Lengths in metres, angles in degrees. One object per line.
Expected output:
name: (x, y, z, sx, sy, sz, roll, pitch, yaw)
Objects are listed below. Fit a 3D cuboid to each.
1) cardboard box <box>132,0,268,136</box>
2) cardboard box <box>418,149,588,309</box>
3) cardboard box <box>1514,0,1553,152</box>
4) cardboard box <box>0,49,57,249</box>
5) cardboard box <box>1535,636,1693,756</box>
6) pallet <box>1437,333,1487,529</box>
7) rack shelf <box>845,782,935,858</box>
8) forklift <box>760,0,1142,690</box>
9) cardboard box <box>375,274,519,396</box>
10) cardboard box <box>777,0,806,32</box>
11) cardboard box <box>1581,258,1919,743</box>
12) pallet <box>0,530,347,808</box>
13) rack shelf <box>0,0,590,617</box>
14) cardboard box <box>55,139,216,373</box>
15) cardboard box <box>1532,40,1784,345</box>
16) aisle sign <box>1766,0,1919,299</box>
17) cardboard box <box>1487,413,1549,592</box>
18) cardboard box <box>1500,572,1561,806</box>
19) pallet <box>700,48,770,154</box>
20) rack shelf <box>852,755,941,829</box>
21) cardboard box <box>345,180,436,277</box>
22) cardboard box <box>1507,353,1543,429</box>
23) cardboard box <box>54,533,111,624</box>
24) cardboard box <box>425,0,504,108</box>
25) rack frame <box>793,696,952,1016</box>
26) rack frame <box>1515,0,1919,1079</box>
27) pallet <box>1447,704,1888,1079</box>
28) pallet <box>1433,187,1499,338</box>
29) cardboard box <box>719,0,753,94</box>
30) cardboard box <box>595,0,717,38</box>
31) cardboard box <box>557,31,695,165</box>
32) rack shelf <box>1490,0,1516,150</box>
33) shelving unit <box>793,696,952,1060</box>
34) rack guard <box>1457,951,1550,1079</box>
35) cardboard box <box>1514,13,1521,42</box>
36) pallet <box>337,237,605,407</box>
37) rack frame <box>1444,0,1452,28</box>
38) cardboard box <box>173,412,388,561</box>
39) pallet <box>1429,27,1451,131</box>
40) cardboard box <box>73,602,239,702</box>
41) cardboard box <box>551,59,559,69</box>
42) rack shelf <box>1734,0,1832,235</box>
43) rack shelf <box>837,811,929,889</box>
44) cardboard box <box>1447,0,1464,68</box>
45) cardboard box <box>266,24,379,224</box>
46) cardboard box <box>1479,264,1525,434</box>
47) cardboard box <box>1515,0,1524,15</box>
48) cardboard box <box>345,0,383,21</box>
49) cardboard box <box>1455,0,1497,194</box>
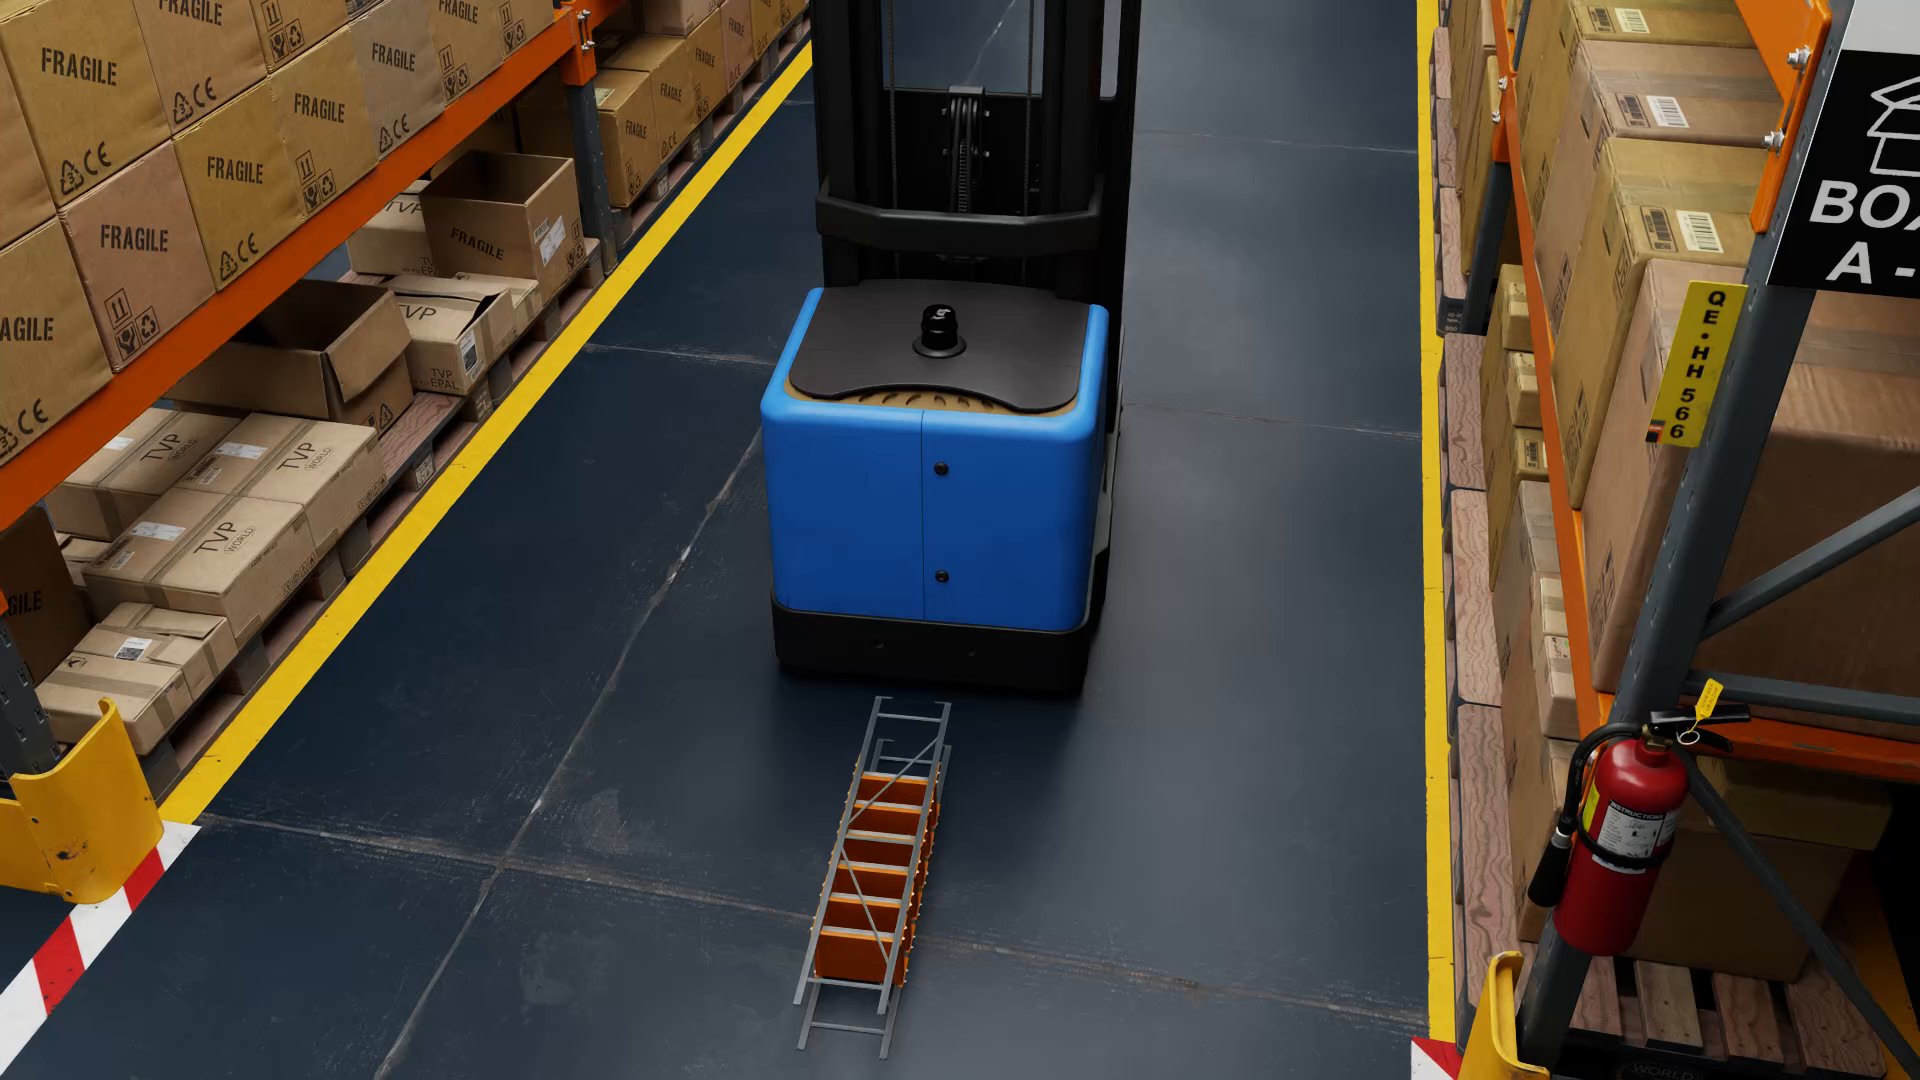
cardboard box: (-2.449, -1.537, 4.877, 0.500, 0.500, 0.500, 8, 37, 11)
cardboard box: (-2.007, -1.380, 7.353, 0.500, 0.500, 0.500, 7, 37, 10)
cardboard box: (2.546, -1.770, 5.880, 0.980, 0.700, 0.700, 8, 37, 11)
cardboard box: (-2.665, -0.950, 4.067, 0.500, 0.500, 0.500, 8, 37, 11)
cardboard box: (1.724, 0.405, 4.355, 0.380, 0.149, 0.250, 7, 37, 9)
pallet: (2.439, -0.402, 6.625, 1.003, 0.211, 1.213, 7, 37, 10)
rack shelf: (-0.206, 0.832, 4.934, 0.258, 0.180, 0.103, 5, 37, 6)
forklift: (0.081, -1.549, 5.889, 1.130, 2.935, 3.031, 4, 36, 6)
cardboard box: (-2.167, -0.873, 6.815, 0.500, 0.311, 0.500, 7, 37, 10)
cardboard box: (-1.279, -3.470, 10.237, 0.500, 0.500, 0.500, 9, 37, 12)
cardboard box: (1.922, -0.079, 3.548, 0.980, 0.700, 0.700, 9, 37, 12)
pallet: (-2.832, 0.345, 5.594, 1.003, 0.211, 1.213, 7, 37, 10)
rack shelf: (-2.590, -1.138, 5.878, 1.077, 0.370, 4.000, 7, 37, 10)
cardboard box: (-2.560, -0.841, 4.769, 0.500, 0.500, 0.500, 7, 37, 10)
cardboard box: (2.239, -0.934, 4.727, 0.980, 0.700, 0.700, 6, 36, 8)
aisle sign: (1.515, -0.713, 2.463, 0.394, 0.787, 0.004, 7, 37, 10)
cardboard box: (2.195, -0.118, 5.629, 0.700, 0.500, 0.500, 8, 37, 11)
cardboard box: (1.982, 0.477, 4.808, 0.700, 0.500, 0.500, 7, 37, 10)
pallet: (-1.767, -2.620, 9.685, 1.003, 0.211, 1.213, 7, 37, 10)
rack shelf: (-0.189, 0.761, 5.030, 0.258, 0.180, 0.103, 5, 37, 6)
cardboard box: (-2.464, -1.452, 7.614, 0.500, 0.311, 0.500, 7, 37, 10)
cardboard box: (2.055, -0.489, 5.589, 0.380, 0.149, 0.250, 6, 36, 9)
cardboard box: (-2.967, 0.123, 5.564, 0.380, 0.166, 0.250, 7, 37, 10)
cardboard box: (-2.128, -2.002, 6.371, 0.500, 0.500, 0.500, 8, 37, 11)
rack frame: (-0.228, 0.854, 4.748, 0.240, 0.006, 1.200, 5, 37, 6)
rack frame: (1.820, 0.335, 3.231, 0.949, 2.616, 0.053, 7, 37, 10)
pallet: (1.917, 0.997, 4.695, 1.003, 0.211, 1.213, 7, 37, 10)
pallet: (2.769, -1.280, 7.836, 1.003, 0.211, 1.213, 7, 37, 10)
cardboard box: (-1.496, -2.872, 9.411, 0.500, 0.500, 0.500, 6, 36, 8)
cardboard box: (-1.608, -2.866, 8.764, 0.500, 0.250, 0.500, 7, 37, 10)
cardboard box: (-1.718, -2.296, 8.617, 0.500, 0.500, 0.500, 8, 37, 11)
rack shelf: (3.105, -2.813, 8.188, 1.077, 0.370, 4.000, 7, 37, 10)
shelving unit: (-0.228, 0.928, 4.803, 0.258, 0.189, 1.200, 5, 37, 6)
rack guard: (1.818, 1.362, 3.945, 1.175, 0.500, 0.348, 7, 37, 10)
cardboard box: (2.473, -2.093, 6.779, 0.380, 0.149, 0.250, 8, 37, 10)
pallet: (-2.310, -1.053, 7.524, 1.003, 0.211, 1.213, 7, 37, 10)
rack frame: (3.532, -4.251, 9.559, 1.000, 3.000, 0.127, 7, 37, 10)
cardboard box: (-2.410, -0.197, 5.934, 0.500, 0.250, 0.500, 7, 37, 10)
pallet: (3.290, -2.679, 9.766, 1.003, 0.211, 1.213, 7, 37, 10)
cardboard box: (-2.539, 0.346, 5.256, 0.380, 0.166, 0.250, 7, 37, 10)
cardboard box: (-2.224, -2.343, 8.682, 0.500, 0.500, 0.500, 7, 37, 10)
rack shelf: (2.250, -1.734, 4.144, 1.077, 0.370, 4.000, 7, 37, 10)
rack shelf: (-0.222, 0.902, 4.838, 0.258, 0.180, 0.103, 5, 37, 6)
cardboard box: (3.247, -3.145, 9.507, 0.750, 0.750, 0.750, 7, 36, 9)
cardboard box: (-2.341, -1.415, 5.561, 0.500, 0.500, 0.500, 8, 37, 11)
cardboard box: (2.418, -0.699, 6.431, 0.700, 0.500, 0.500, 8, 37, 11)
cardboard box: (2.530, -2.423, 6.681, 0.500, 0.500, 0.500, 7, 36, 9)
cardboard box: (-2.232, -2.116, 5.677, 0.500, 0.500, 0.500, 8, 37, 10)
cardboard box: (2.876, -2.156, 8.143, 0.750, 0.750, 0.750, 8, 37, 11)
